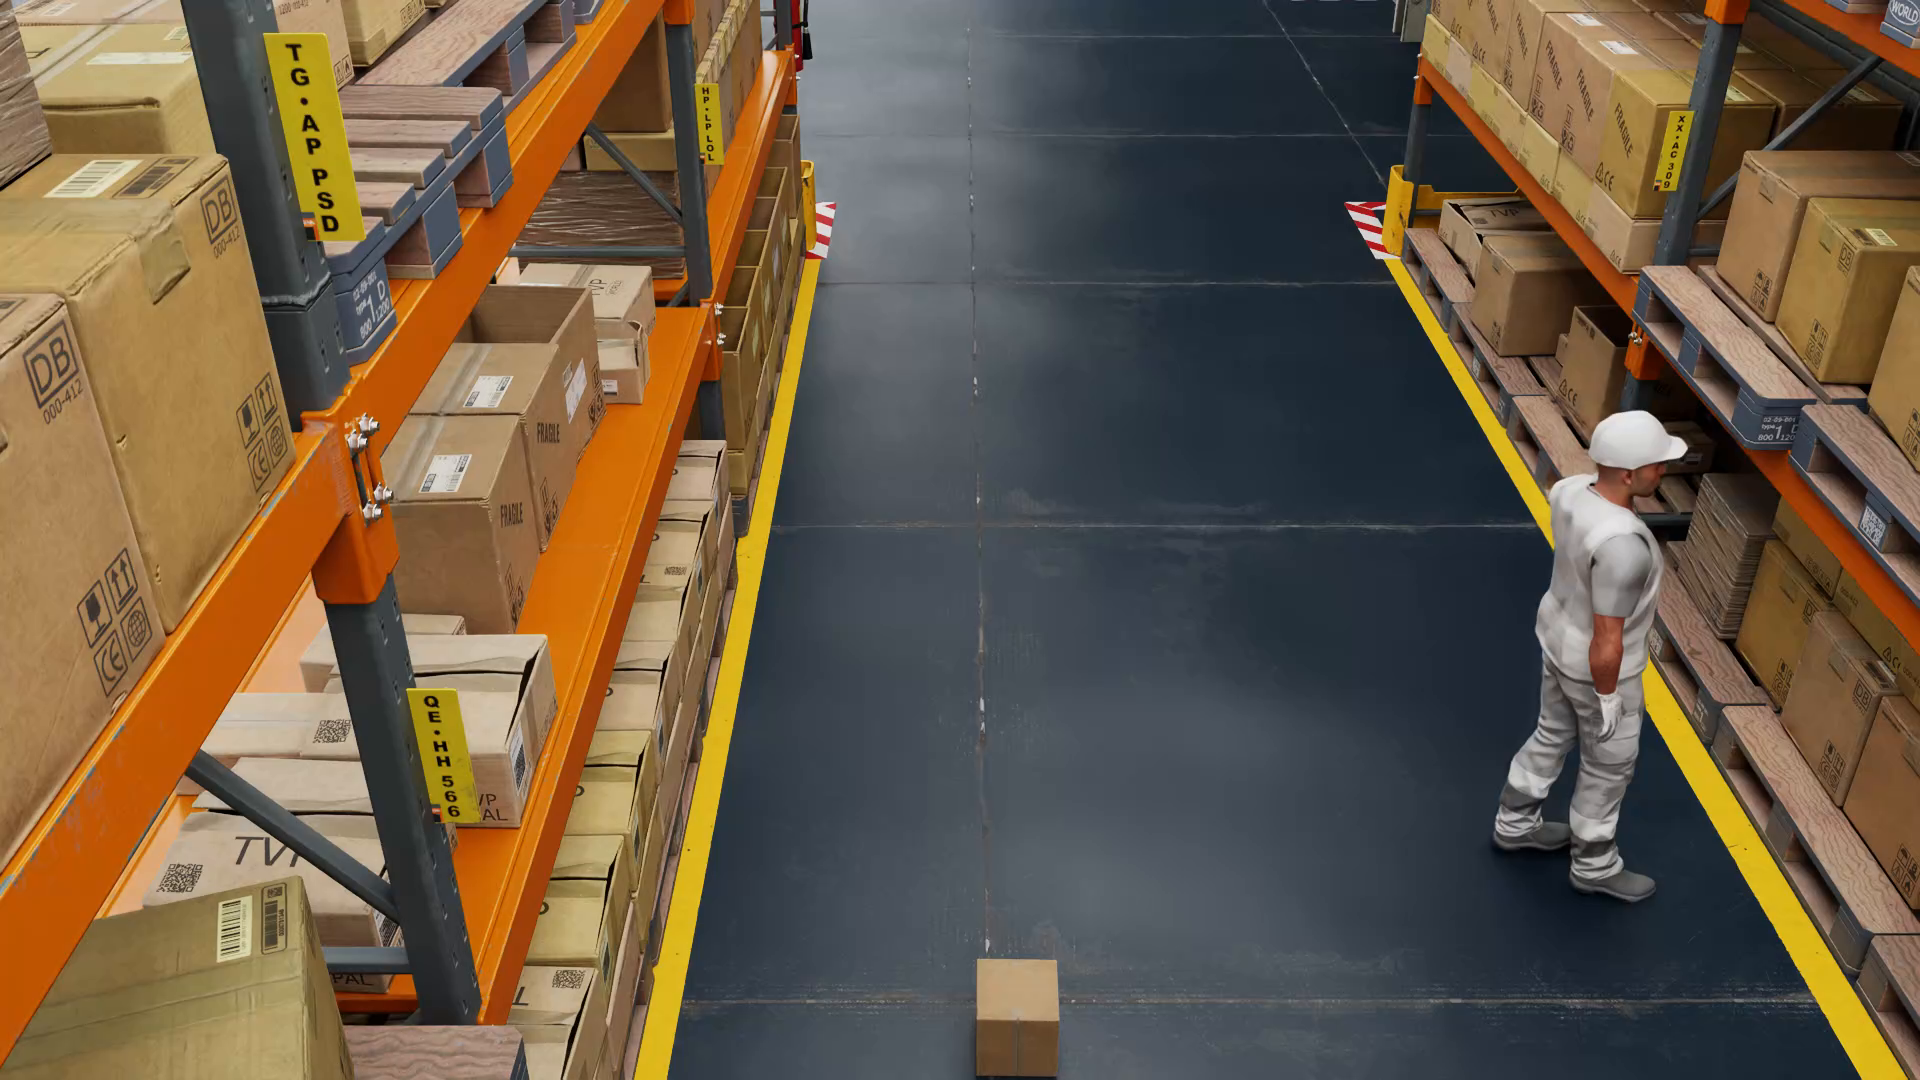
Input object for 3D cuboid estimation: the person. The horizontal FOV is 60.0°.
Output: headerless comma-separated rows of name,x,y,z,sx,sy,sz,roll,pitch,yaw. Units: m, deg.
person,2.151,0.383,5.462,0.538,1.805,0.584,-2,31,-3
